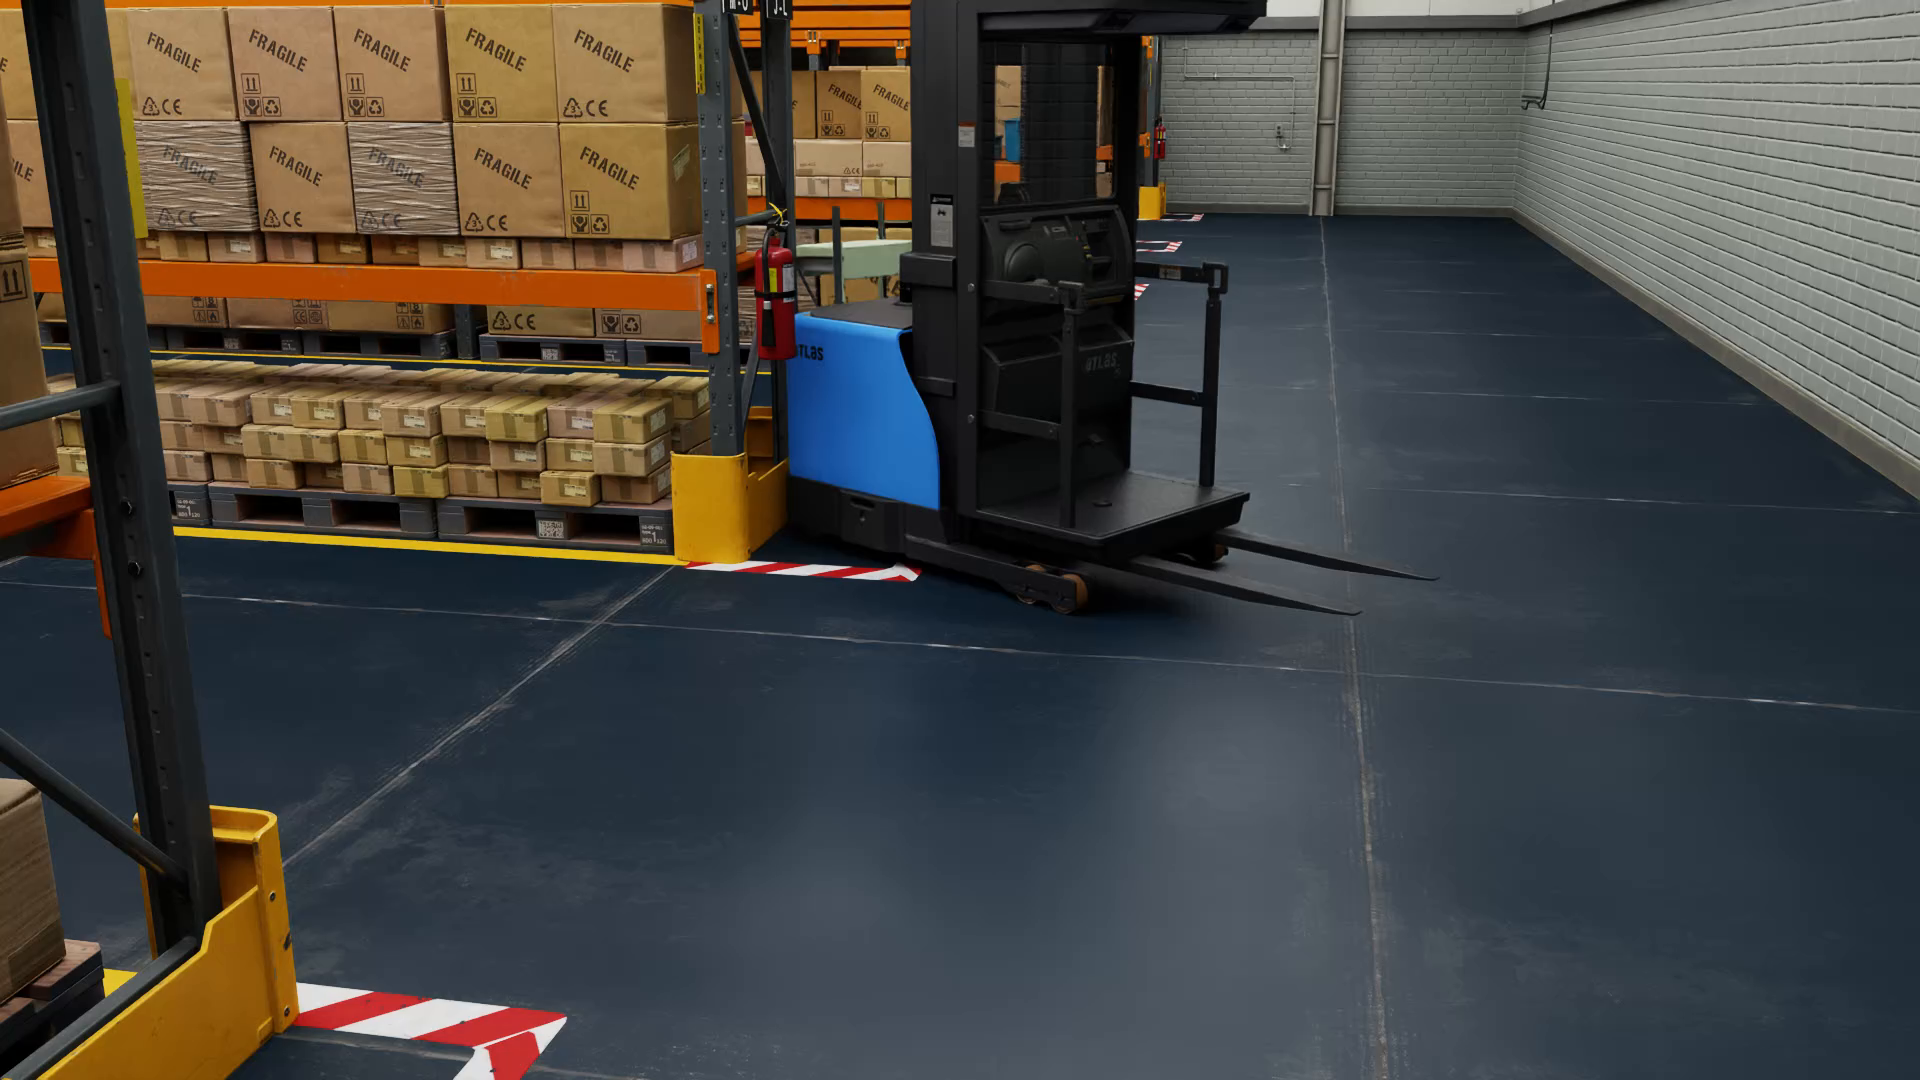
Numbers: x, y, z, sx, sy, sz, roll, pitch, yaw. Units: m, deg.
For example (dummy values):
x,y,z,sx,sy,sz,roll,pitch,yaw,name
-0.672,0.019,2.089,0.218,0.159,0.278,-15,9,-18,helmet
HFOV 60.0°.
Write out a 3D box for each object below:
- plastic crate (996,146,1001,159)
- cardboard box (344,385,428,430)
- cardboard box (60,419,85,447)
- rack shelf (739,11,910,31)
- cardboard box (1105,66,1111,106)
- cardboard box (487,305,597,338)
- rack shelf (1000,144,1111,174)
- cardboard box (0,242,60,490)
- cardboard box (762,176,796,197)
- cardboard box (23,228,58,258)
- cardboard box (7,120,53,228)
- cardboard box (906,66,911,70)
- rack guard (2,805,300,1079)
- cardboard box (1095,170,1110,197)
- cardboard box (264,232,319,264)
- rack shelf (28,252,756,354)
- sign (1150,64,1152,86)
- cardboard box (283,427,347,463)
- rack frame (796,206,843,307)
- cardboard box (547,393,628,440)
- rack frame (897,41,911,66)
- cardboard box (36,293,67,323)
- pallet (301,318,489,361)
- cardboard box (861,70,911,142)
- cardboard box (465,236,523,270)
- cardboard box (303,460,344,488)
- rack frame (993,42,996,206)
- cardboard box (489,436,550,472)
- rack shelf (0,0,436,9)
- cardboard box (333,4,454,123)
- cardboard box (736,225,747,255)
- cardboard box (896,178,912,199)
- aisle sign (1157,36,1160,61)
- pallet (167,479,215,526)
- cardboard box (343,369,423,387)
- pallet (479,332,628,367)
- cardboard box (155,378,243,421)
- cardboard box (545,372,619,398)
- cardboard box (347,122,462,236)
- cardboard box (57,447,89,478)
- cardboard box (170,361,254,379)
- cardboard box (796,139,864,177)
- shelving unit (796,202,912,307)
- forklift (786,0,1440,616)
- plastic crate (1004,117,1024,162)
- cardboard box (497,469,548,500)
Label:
x,y,z,sx,sy,sz,roll,pitch,yaw,name
0.268,-3.976,17.109,0.243,0.136,0.396,3,16,11,plastic crate
-2.806,-0.650,8.157,0.250,0.149,0.380,3,16,9,cardboard box
-4.334,-0.582,8.471,0.250,0.149,0.380,3,16,11,cardboard box
-0.857,-5.283,17.175,4.000,0.370,1.077,3,16,11,rack shelf
1.711,-5.996,21.960,0.500,0.500,0.500,4,16,13,cardboard box
-3.173,-2.118,13.212,0.875,0.875,0.875,3,16,11,cardboard box
0.134,-5.134,22.253,4.000,0.370,1.077,3,16,11,rack shelf
-2.272,-0.339,3.409,0.500,0.500,0.500,3,16,11,cardboard box
-1.300,-2.648,12.404,0.250,0.149,0.380,3,16,10,cardboard box
-4.411,-1.487,8.212,0.250,0.149,0.380,4,16,13,cardboard box
-4.456,-1.802,8.136,0.500,0.500,0.500,3,16,10,cardboard box
-0.411,-5.963,21.840,0.500,0.500,0.500,3,16,9,cardboard box
-1.836,1.016,3.388,0.348,0.500,1.175,3,16,11,rack guard
2.371,-5.679,26.769,0.500,0.500,0.700,3,16,11,cardboard box
-3.107,-1.422,7.977,0.250,0.149,0.380,4,16,13,cardboard box
-2.932,-1.250,8.234,4.000,0.370,1.077,3,16,11,rack shelf
2.955,-7.201,25.756,0.005,0.325,0.100,3,16,11,sign
-3.088,-0.493,8.149,0.250,0.149,0.380,3,16,12,cardboard box
-0.733,-0.924,8.406,0.400,1.500,0.023,9,16,39,rack frame
-1.776,-0.596,7.963,0.250,0.149,0.380,3,16,12,cardboard box
-0.843,-6.883,27.220,0.127,3.000,1.000,3,16,11,rack frame
-7.052,-2.344,14.030,0.875,0.875,1.225,2,16,8,cardboard box
-4.575,-1.673,13.636,1.213,0.211,1.003,3,16,11,pallet
-0.414,-3.172,12.144,0.500,0.500,0.500,3,16,12,cardboard box
-2.087,-1.353,7.727,0.250,0.149,0.380,4,16,13,cardboard box
-3.047,-0.376,8.284,0.250,0.149,0.380,4,16,13,cardboard box
0.116,-2.783,12.418,0.127,3.000,1.000,3,16,11,rack frame
-2.055,-0.443,7.968,0.250,0.149,0.380,2,16,9,cardboard box
-5.764,-4.201,13.266,4.000,0.370,1.077,3,16,11,rack shelf
-2.478,-2.175,7.609,0.500,0.500,0.500,4,16,14,cardboard box
-1.224,-1.472,8.159,0.250,0.149,0.380,3,16,11,cardboard box
-0.299,-2.594,12.209,0.250,0.149,0.380,3,16,12,cardboard box
3.088,-7.840,25.808,0.004,0.787,0.394,3,16,11,aisle sign
-4.226,-0.333,8.798,1.213,0.211,1.003,3,16,11,pallet
-2.976,-0.776,8.612,0.250,0.149,0.380,3,16,11,cardboard box
-3.074,-1.591,13.339,1.213,0.211,1.003,3,16,11,pallet
-3.819,-0.707,8.365,0.250,0.149,0.380,3,16,10,cardboard box
-1.933,-0.752,8.529,0.250,0.149,0.380,3,16,11,cardboard box
-2.466,-1.692,7.736,0.500,0.500,0.500,3,16,11,cardboard box
-4.338,-0.414,8.422,0.250,0.149,0.380,4,16,13,cardboard box
-3.987,-0.853,8.892,0.250,0.149,0.380,3,16,11,cardboard box
-0.909,-2.837,12.339,0.500,0.250,0.500,3,16,10,cardboard box
-0.501,-0.991,8.681,0.431,1.500,0.755,9,16,39,shelving unit
0.584,-1.232,7.069,3.031,2.867,1.129,14,21,41,forklift
0.737,-4.093,16.971,0.499,0.435,0.616,3,16,11,plastic crate
-2.043,-0.316,8.068,0.250,0.149,0.380,3,16,11,cardboard box
